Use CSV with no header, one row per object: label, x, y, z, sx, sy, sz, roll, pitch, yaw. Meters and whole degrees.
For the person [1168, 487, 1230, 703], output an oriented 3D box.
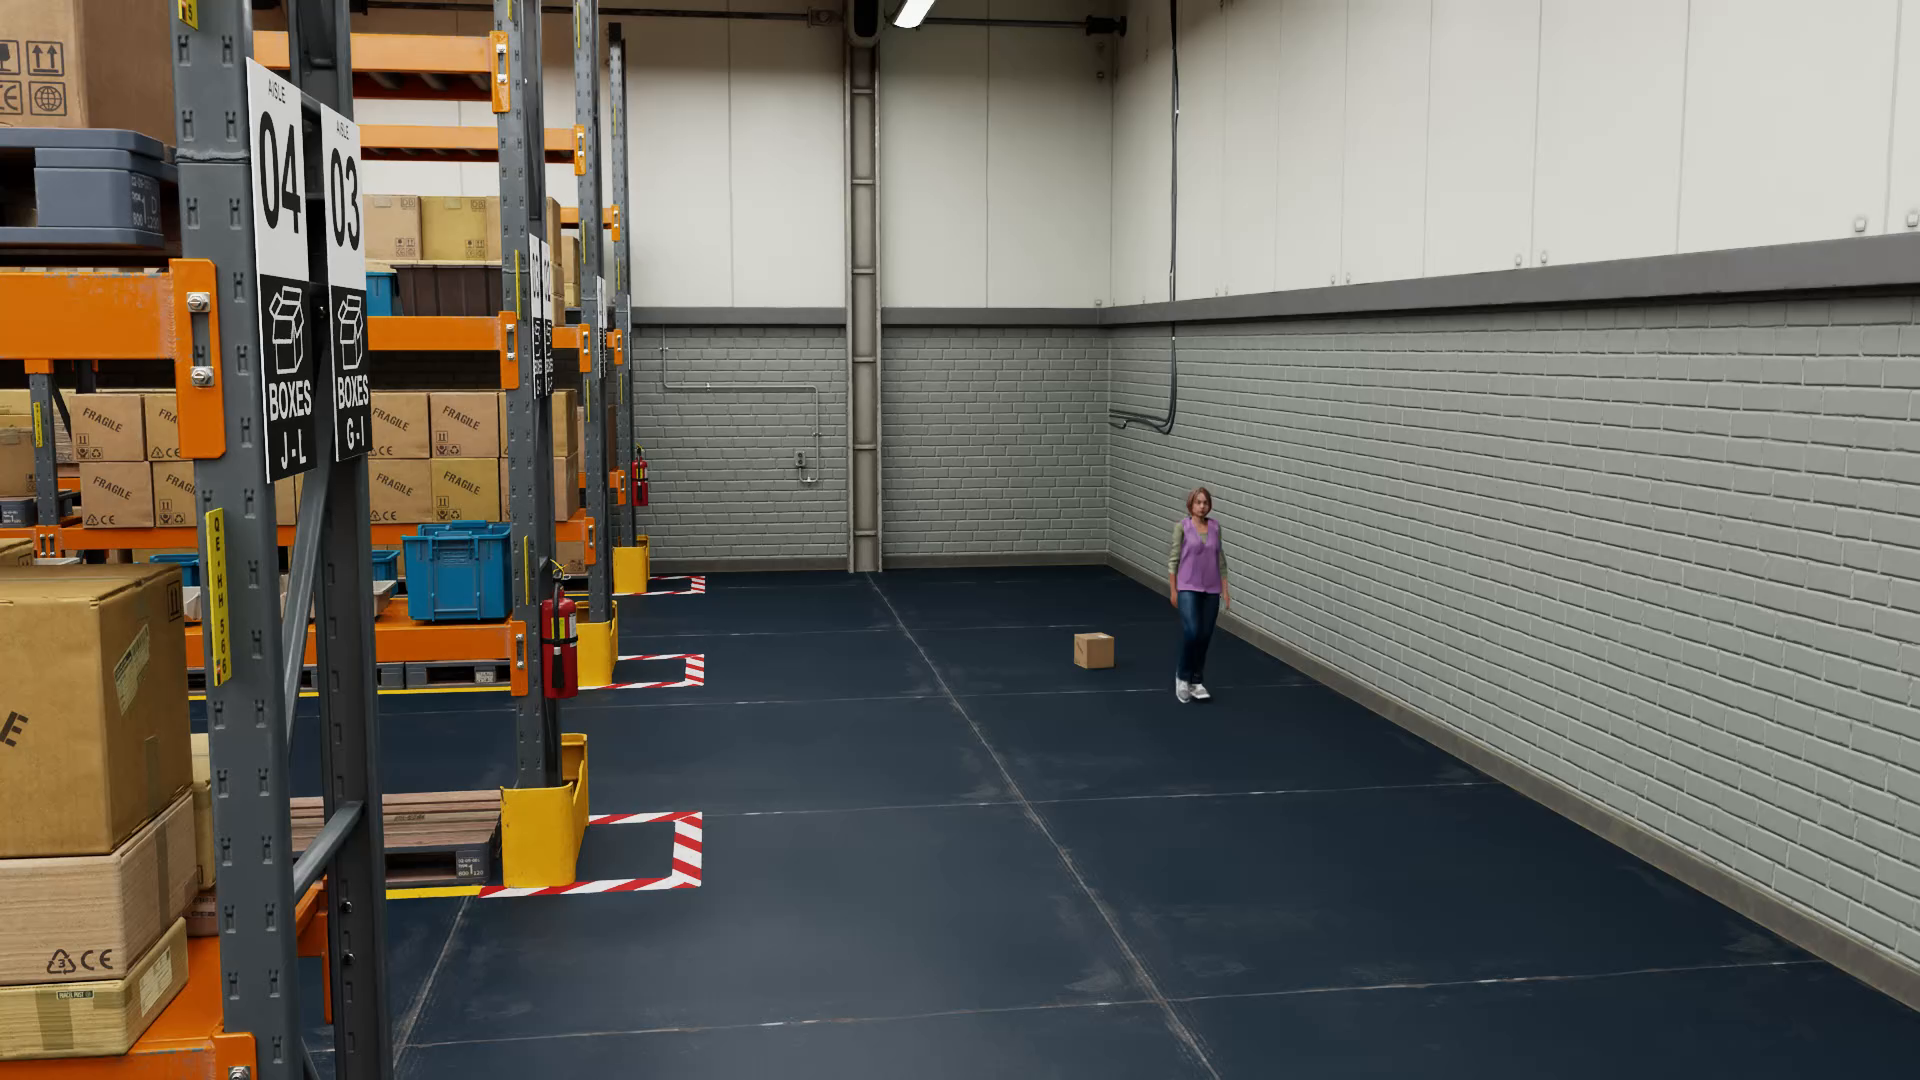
person,1.788,0.410,12.381,0.424,1.607,0.438,-2,7,-13
